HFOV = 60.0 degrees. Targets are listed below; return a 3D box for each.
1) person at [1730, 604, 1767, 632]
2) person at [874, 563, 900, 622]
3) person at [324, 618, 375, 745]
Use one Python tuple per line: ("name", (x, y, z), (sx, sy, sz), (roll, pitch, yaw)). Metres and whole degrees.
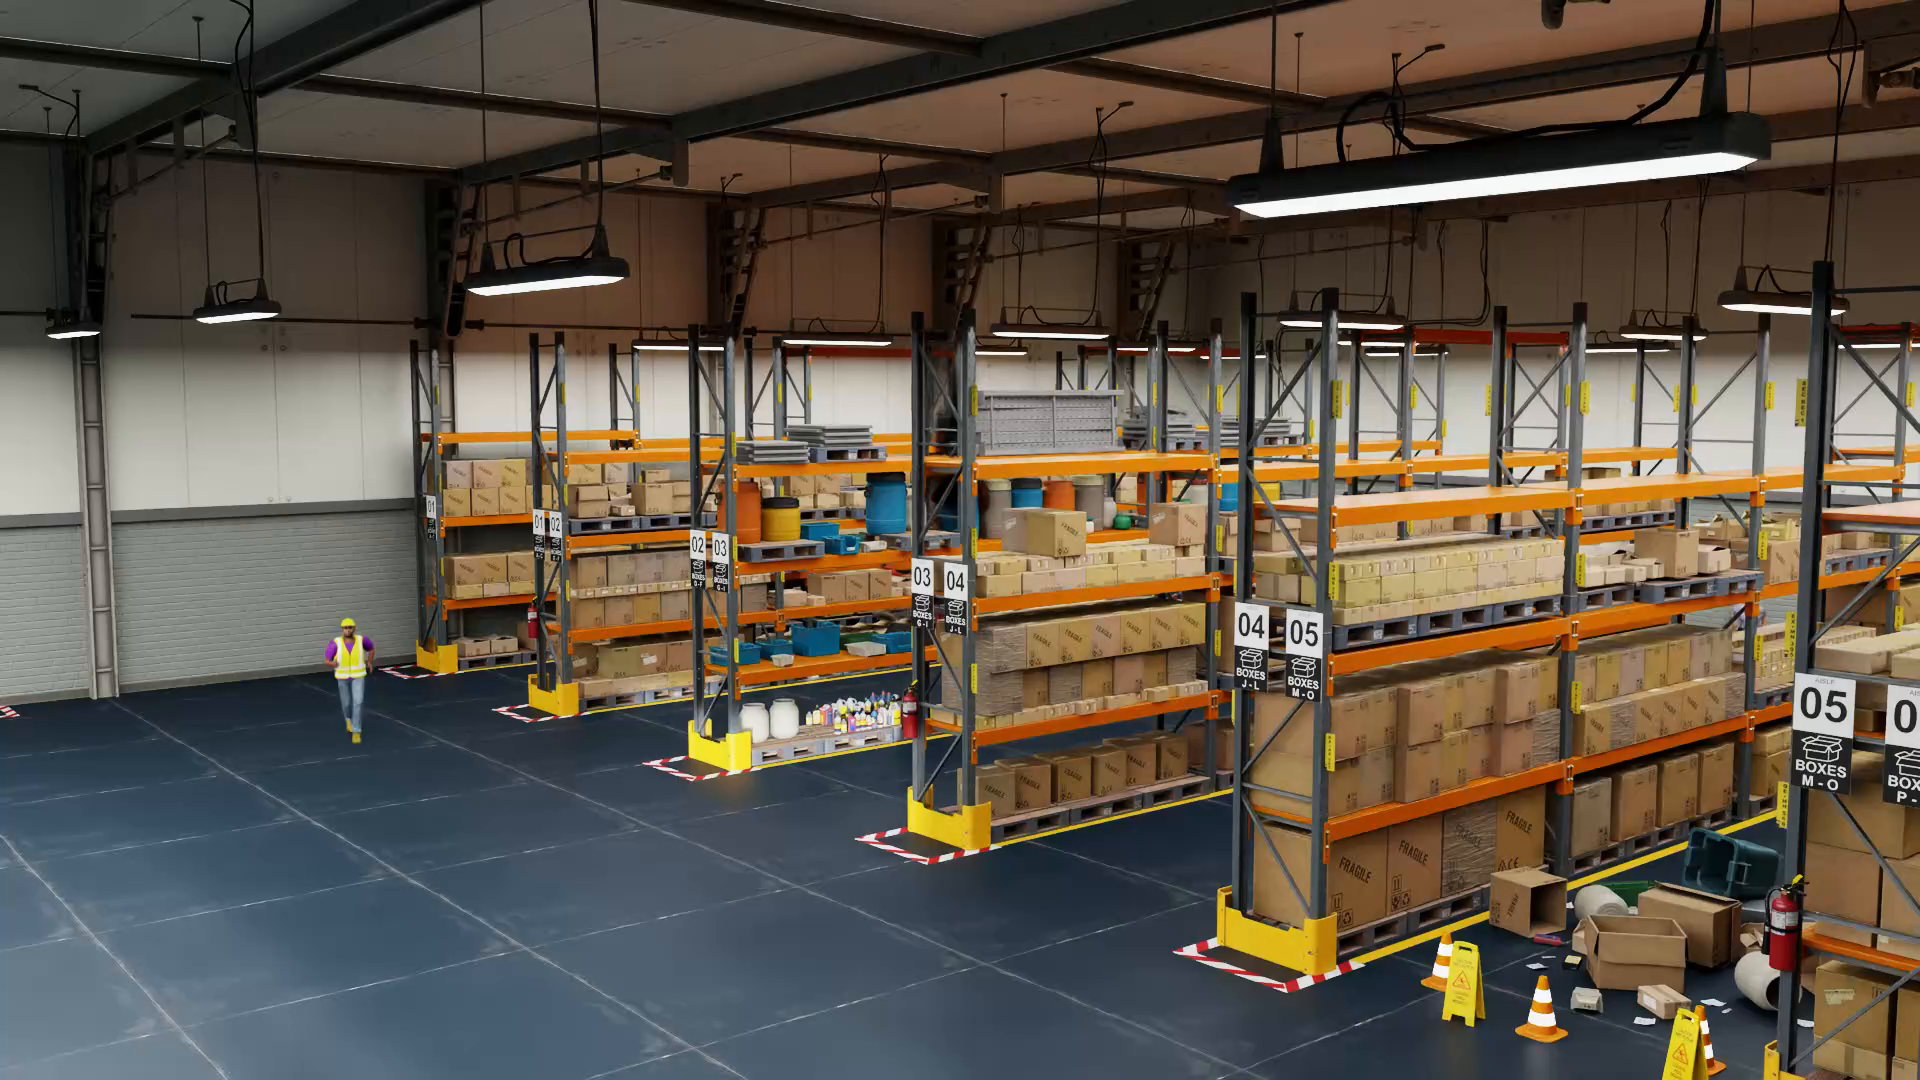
("person", (13.740, 1.706, 28.925), (0.635, 1.624, 0.502), (1, 5, 8))
("person", (-1.607, 1.153, 34.346), (0.566, 1.684, 0.658), (-5, 7, -42))
("person", (-8.906, 2.024, 24.280), (0.694, 1.786, 0.962), (-2, 6, -18))
